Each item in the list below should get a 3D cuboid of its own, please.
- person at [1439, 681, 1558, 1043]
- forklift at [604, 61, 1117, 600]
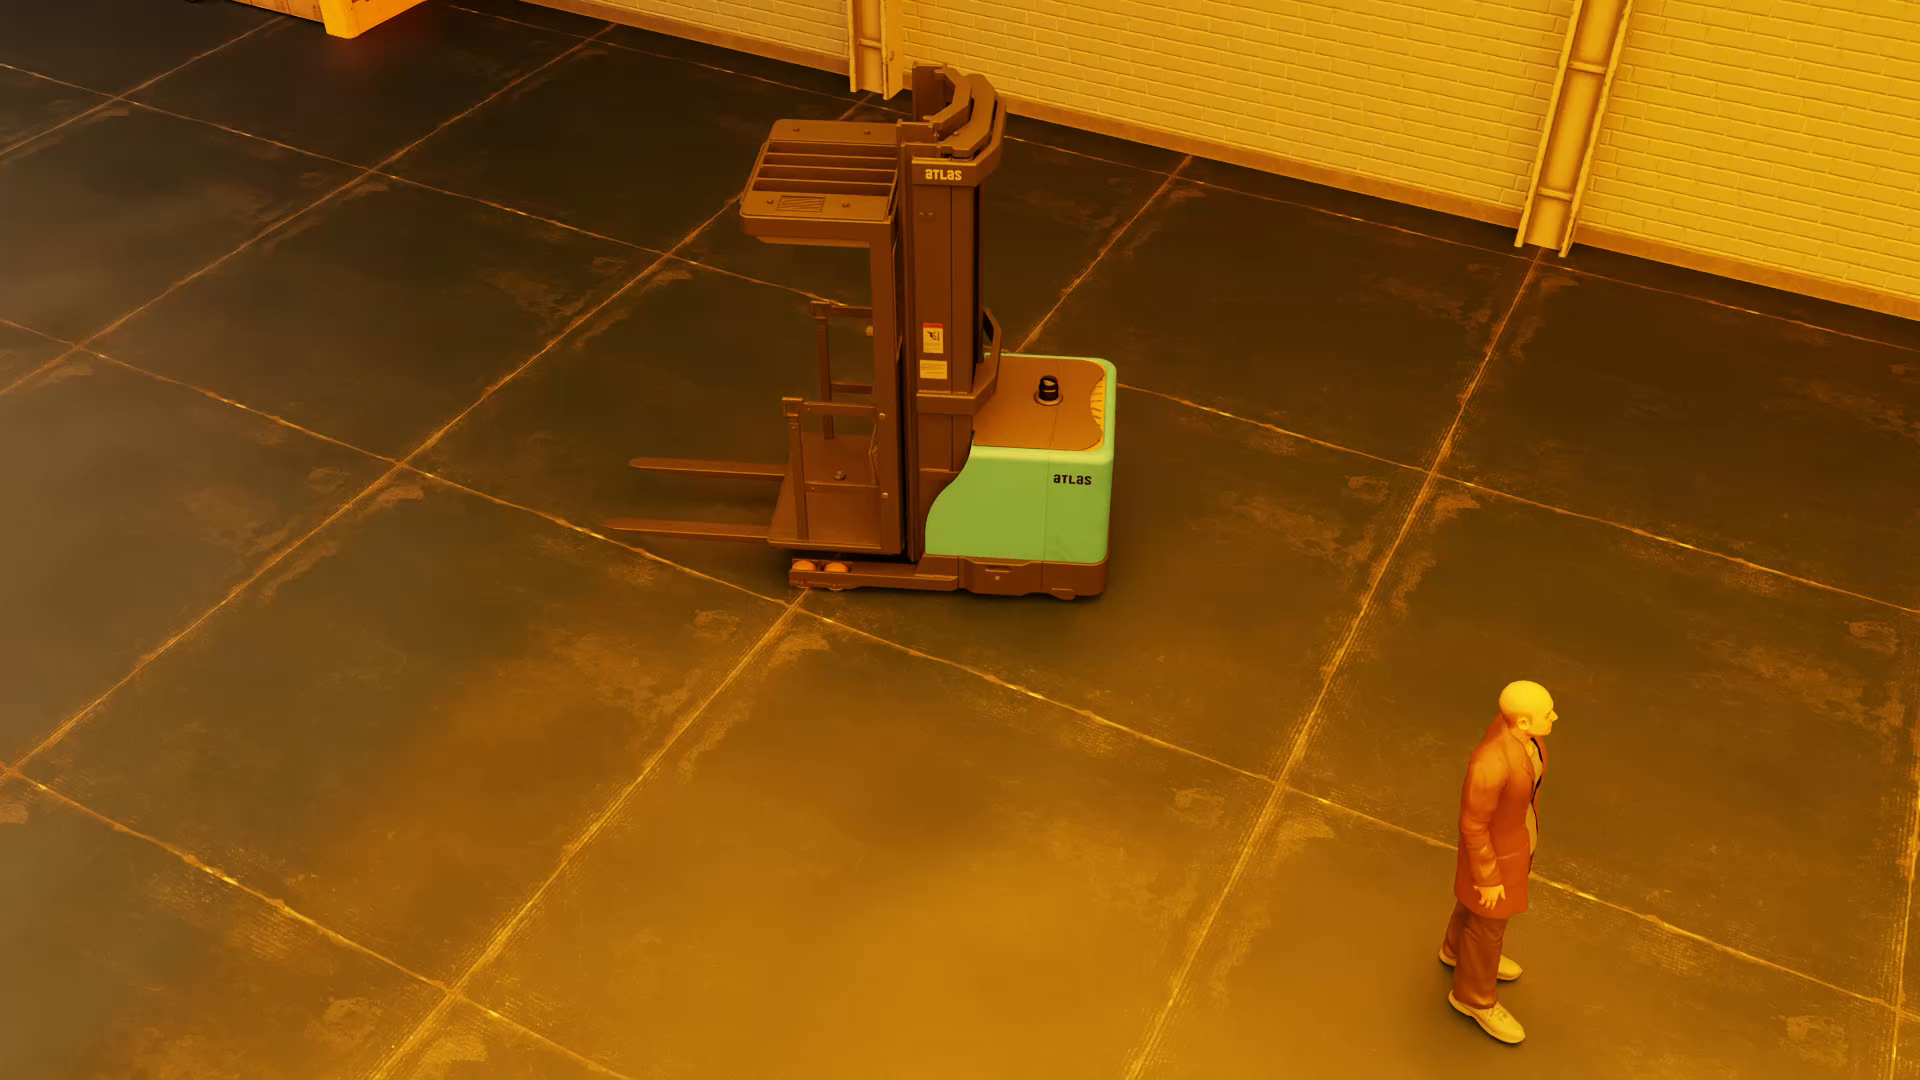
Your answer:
[{"bbox_3d":[2.442,1.353,7.264,0.582,1.776,0.697,21,44,23],"label":"person"},{"bbox_3d":[-0.606,-1.157,9.360,3.031,2.935,1.130,3,40,4],"label":"forklift"}]
